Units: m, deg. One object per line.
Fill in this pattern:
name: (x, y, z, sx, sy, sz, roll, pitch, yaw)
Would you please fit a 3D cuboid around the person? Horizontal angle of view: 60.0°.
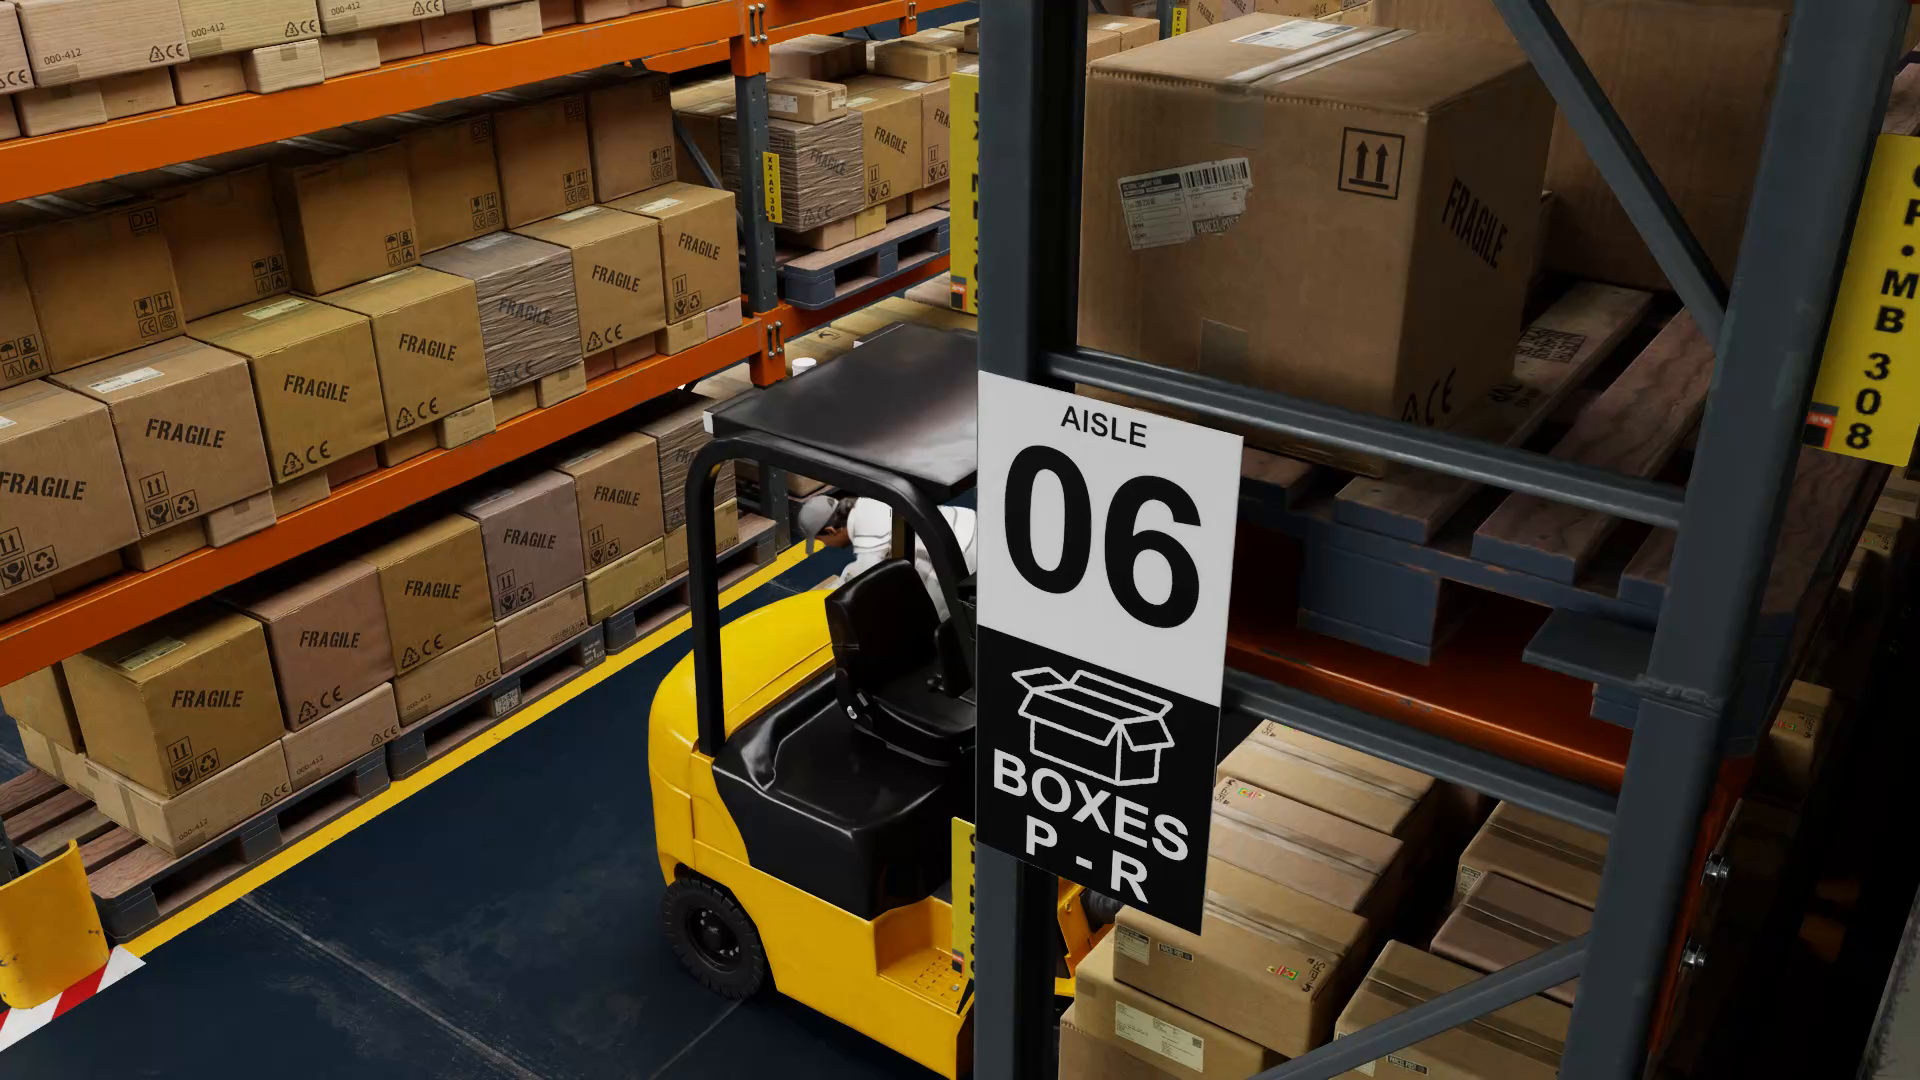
person: (-0.242, 0.233, 7.338, 0.914, 0.943, 0.521, 2, 27, 3)
